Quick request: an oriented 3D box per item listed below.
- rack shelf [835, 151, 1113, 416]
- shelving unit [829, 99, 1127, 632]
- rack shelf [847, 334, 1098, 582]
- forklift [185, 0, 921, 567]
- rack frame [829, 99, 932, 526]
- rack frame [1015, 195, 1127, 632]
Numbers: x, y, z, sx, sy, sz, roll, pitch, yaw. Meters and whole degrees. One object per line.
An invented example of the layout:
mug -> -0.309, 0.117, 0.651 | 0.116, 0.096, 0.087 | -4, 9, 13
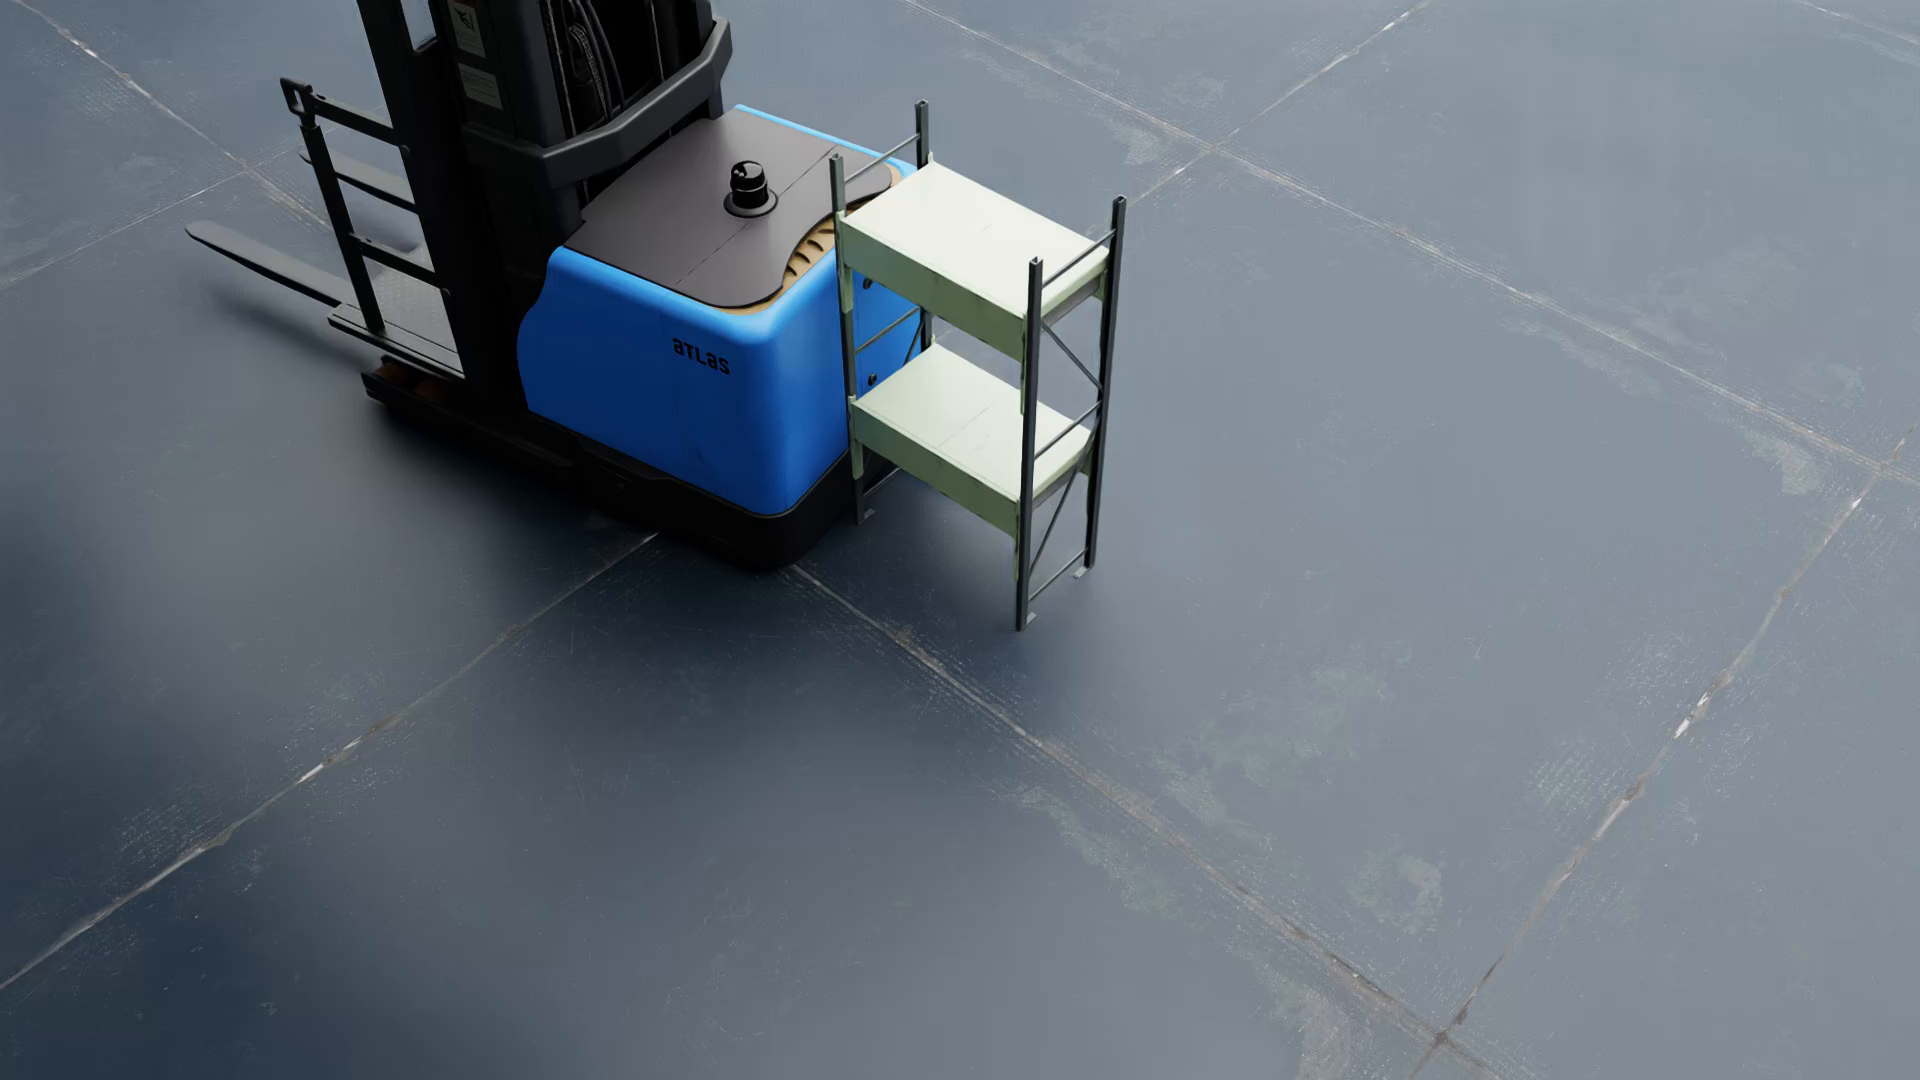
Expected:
rack shelf -> 0.044, -0.767, 4.906 | 0.720, 0.370, 0.431 | 32, 55, 27
shelving unit -> 0.044, -0.500, 5.191 | 0.755, 1.500, 0.431 | 32, 55, 27
rack shelf -> 0.044, -0.277, 5.429 | 0.720, 0.370, 0.431 | 32, 55, 27
forklift -> -1.615, -1.729, 5.363 | 3.031, 2.935, 1.130 | 24, 51, 21
rack frame -> -0.232, -0.675, 5.355 | 0.023, 1.500, 0.400 | 32, 55, 27
rack frame -> 0.321, -0.325, 5.027 | 0.023, 1.500, 0.400 | 32, 55, 27
